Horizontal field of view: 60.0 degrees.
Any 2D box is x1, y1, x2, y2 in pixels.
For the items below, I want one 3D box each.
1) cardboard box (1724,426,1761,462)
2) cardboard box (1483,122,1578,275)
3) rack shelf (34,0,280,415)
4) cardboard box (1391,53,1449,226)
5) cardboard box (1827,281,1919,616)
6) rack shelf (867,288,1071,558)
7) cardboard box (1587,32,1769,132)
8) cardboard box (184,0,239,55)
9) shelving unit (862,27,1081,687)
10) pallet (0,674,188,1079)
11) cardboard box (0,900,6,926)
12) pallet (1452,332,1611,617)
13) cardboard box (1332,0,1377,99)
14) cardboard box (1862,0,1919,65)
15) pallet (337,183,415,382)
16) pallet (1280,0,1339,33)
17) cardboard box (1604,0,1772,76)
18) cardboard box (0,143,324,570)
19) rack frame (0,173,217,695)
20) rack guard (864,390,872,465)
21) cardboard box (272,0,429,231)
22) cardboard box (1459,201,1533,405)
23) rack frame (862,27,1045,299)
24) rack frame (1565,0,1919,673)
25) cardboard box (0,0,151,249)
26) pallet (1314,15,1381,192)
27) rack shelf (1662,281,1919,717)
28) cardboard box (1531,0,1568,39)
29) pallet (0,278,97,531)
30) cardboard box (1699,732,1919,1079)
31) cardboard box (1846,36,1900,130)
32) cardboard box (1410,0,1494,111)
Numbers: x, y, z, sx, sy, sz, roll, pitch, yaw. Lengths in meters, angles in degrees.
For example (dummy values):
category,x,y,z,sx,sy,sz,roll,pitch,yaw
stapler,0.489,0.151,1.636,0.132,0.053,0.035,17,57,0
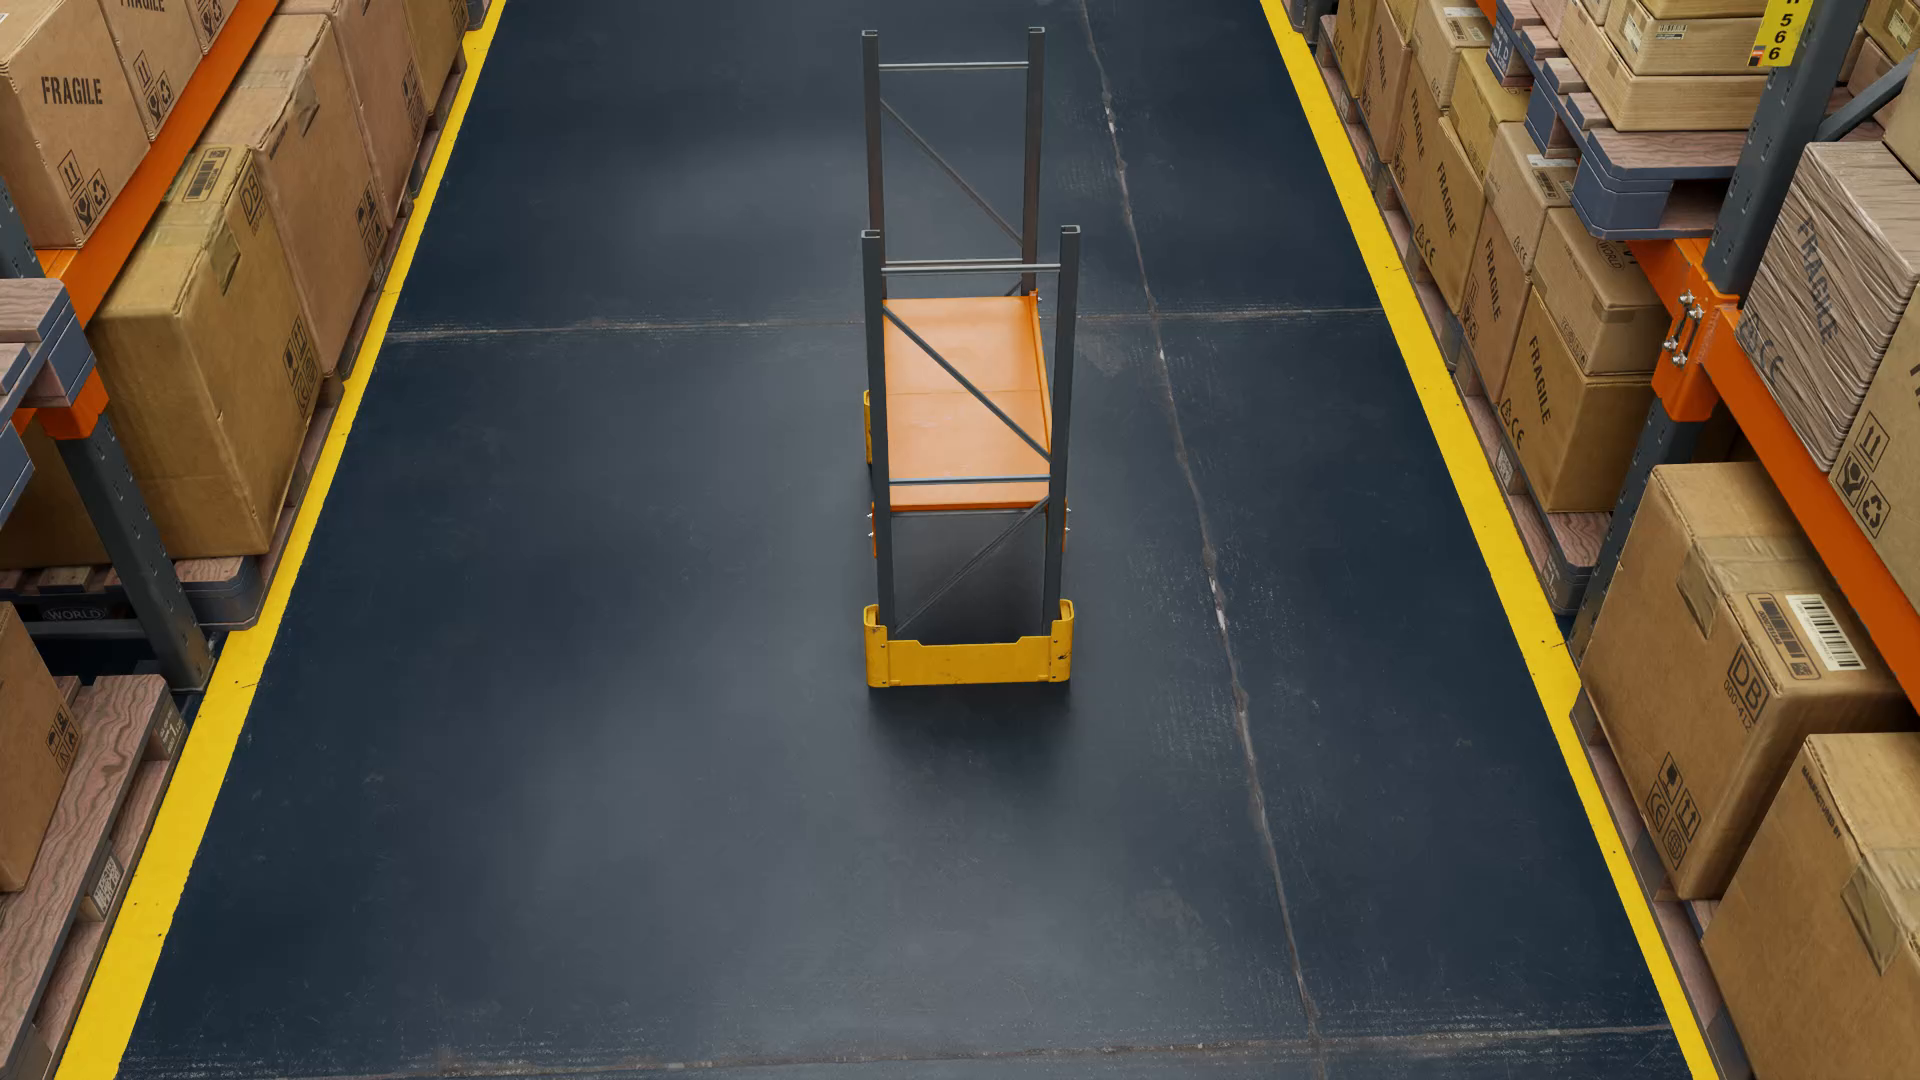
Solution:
category,x,y,z,sx,sy,sz,roll,pitch,yaw
cardboard box,2.514,-0.486,5.099,0.500,0.500,0.500,-3,43,-4
cardboard box,1.966,-1.072,5.184,0.500,0.250,0.500,-1,43,-1
rack shelf,-2.755,-1.778,5.502,1.077,0.370,4.000,-2,43,-2
cardboard box,1.946,-1.484,6.188,0.500,0.500,0.500,-1,43,-1
cardboard box,2.063,-0.150,3.120,0.500,0.500,0.500,-2,43,-2
rack shelf,0.004,-0.363,4.802,0.538,0.185,1.000,-2,43,-2
cardboard box,1.809,-1.149,4.159,0.380,0.149,0.250,-1,43,-1
cardboard box,-2.468,-1.760,4.876,0.500,0.500,0.500,-2,43,-3
shelving unit,0.003,-0.501,4.687,0.587,1.500,1.083,-2,43,-2
pallet,-2.638,0.862,4.153,1.003,0.211,1.213,-2,43,-2
cardboard box,-2.585,0.892,3.581,0.700,0.500,0.500,-5,43,-5
pallet,2.258,-0.267,5.385,1.003,0.211,1.213,-2,43,-2
cardboard box,1.886,-2.195,6.963,0.500,0.500,0.500,0,43,0
cardboard box,2.470,-1.271,4.072,0.380,0.149,0.250,0,43,0
pallet,-2.677,-1.021,6.208,1.003,0.211,1.213,-2,43,-2
pallet,2.056,-2.892,8.249,1.003,0.211,1.213,-2,43,-2
cardboard box,1.814,-1.260,4.059,0.380,0.149,0.250,-1,43,-1
cardboard box,-2.679,-0.531,4.871,1.225,0.875,0.875,-3,43,-4
rack frame,-2.670,-0.693,3.786,1.000,3.000,0.127,-2,43,-2
rack guard,-0.018,-0.377,5.476,0.587,0.250,0.087,-2,43,-2
cardboard box,-2.754,-1.730,6.180,1.225,0.875,0.875,-3,43,-3
cardboard box,1.982,-0.788,5.429,0.500,0.500,0.500,0,43,0
rack frame,-0.018,-0.838,5.055,0.500,1.500,0.032,-2,43,-2
rack frame,2.290,-0.767,3.867,1.000,3.000,0.127,-2,43,-2
cardboard box,-2.419,-1.066,4.119,0.500,0.500,0.500,0,43,-1
pallet,2.154,-1.914,7.182,1.003,0.211,1.213,-2,43,-2
rack shelf,2.375,0.848,2.637,1.077,0.370,4.000,-2,43,-2
cardboard box,1.789,-1.491,4.532,0.380,0.149,0.250,-1,43,-1
pallet,-2.533,-0.144,3.330,1.213,0.211,1.003,-2,43,-2
cardboard box,2.266,0.911,3.390,1.050,0.750,0.750,-1,43,-1
cardboard box,2.472,-1.137,4.146,0.380,0.149,0.250,-2,43,-2
cardboard box,1.930,-1.767,5.942,0.500,0.250,0.500,0,43,0
